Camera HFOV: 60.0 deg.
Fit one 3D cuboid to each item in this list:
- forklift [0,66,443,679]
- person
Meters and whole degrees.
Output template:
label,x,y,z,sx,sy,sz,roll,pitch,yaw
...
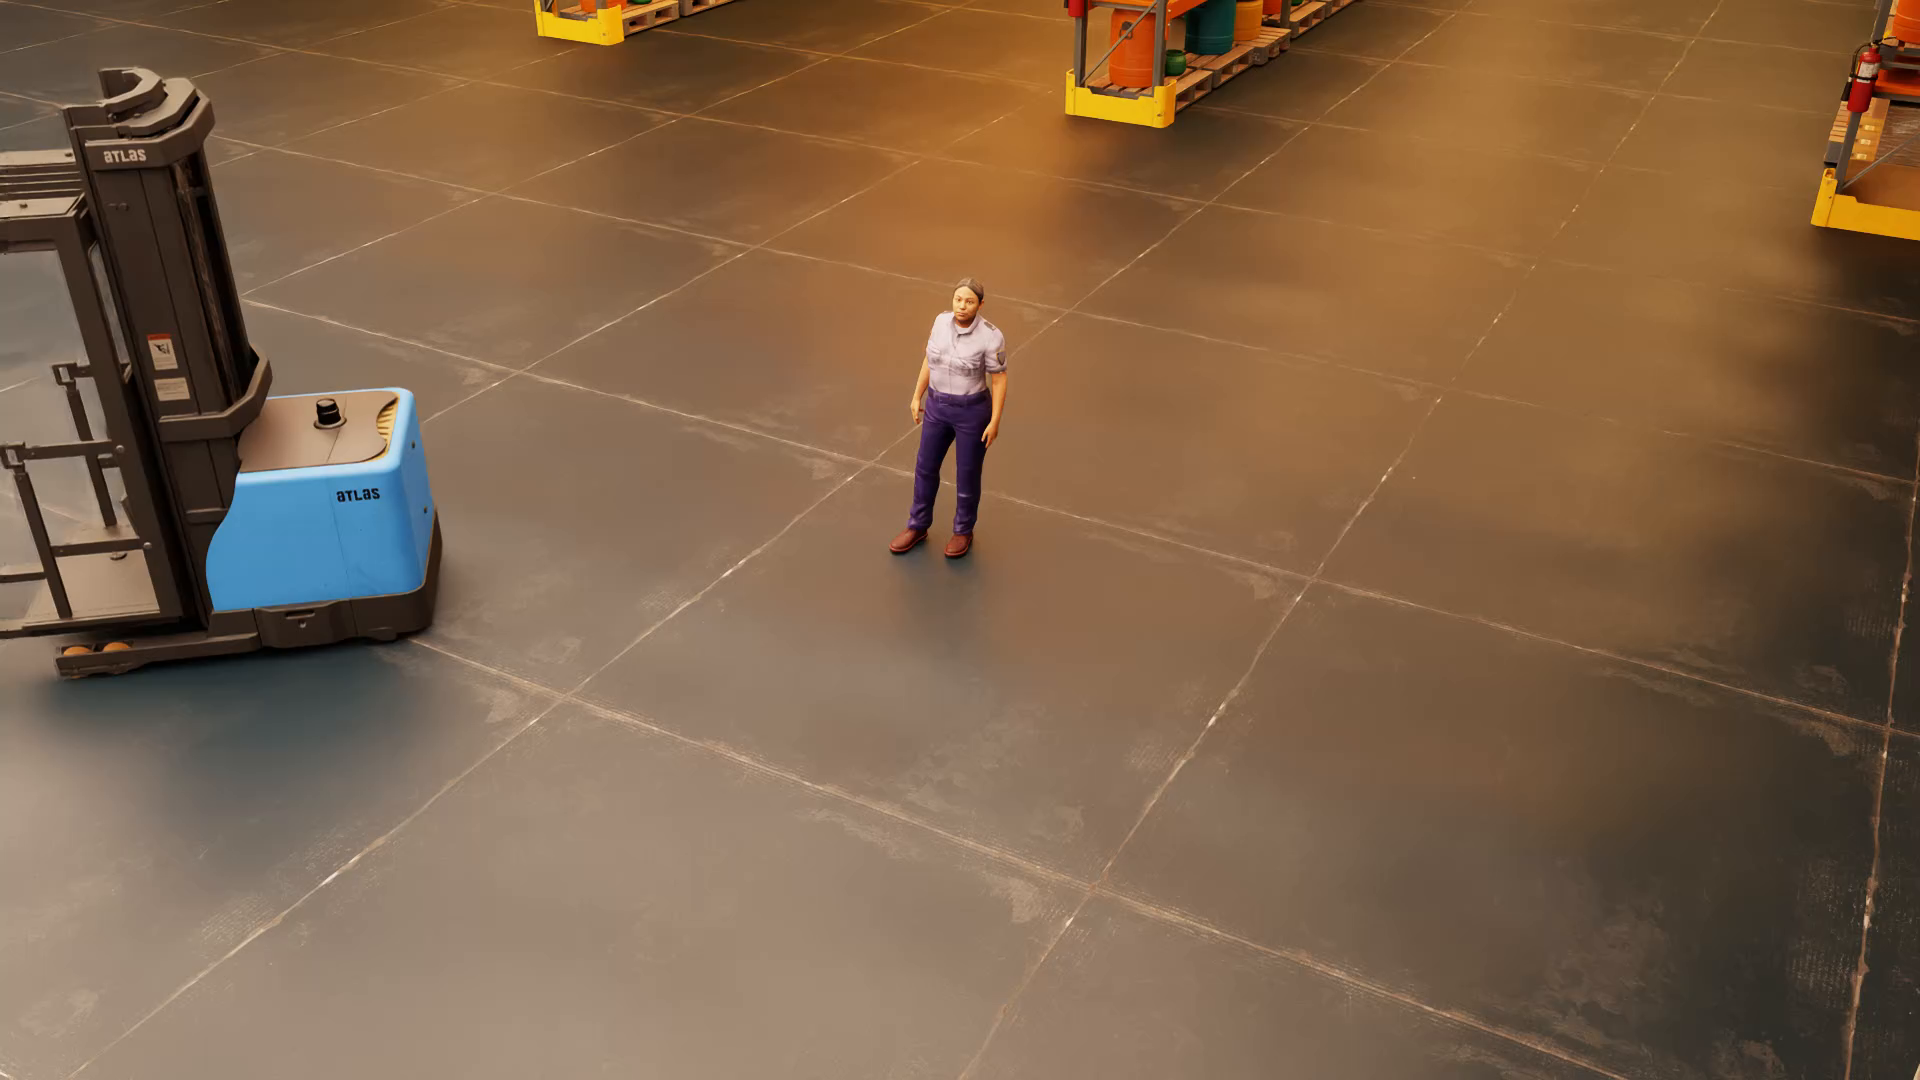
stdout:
label,x,y,z,sx,sy,sz,roll,pitch,yaw
forklift,-4.458,-0.829,8.508,3.031,2.935,1.130,-6,30,-10
person,-0.063,-0.684,9.531,0.598,1.643,0.503,15,33,25
